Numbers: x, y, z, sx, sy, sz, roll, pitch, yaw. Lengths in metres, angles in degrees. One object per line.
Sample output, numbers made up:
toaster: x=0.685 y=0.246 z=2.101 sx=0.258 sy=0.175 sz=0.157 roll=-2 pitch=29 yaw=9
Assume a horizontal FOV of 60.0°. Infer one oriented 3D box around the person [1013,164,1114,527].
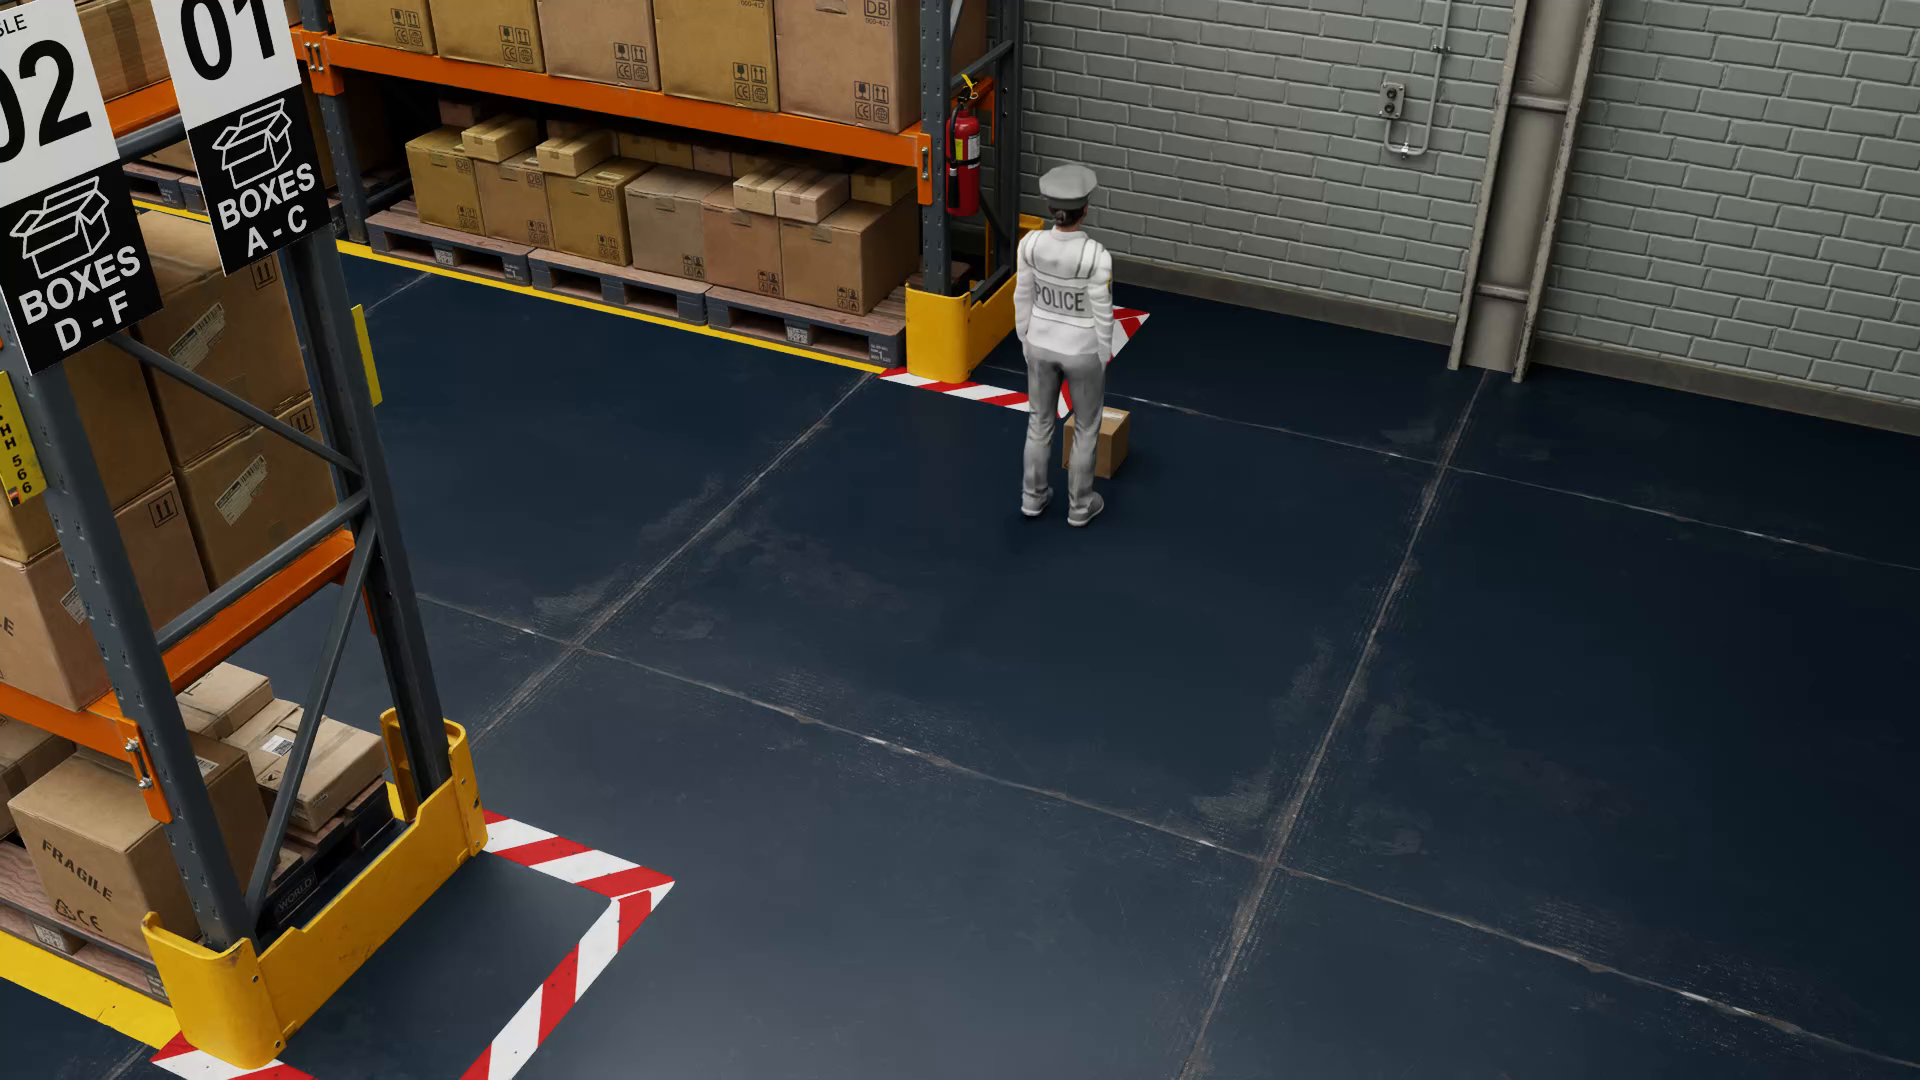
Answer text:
person: x=0.467 y=-0.842 z=7.406 sx=0.468 sy=1.684 sz=0.328 roll=15 pitch=37 yaw=21
